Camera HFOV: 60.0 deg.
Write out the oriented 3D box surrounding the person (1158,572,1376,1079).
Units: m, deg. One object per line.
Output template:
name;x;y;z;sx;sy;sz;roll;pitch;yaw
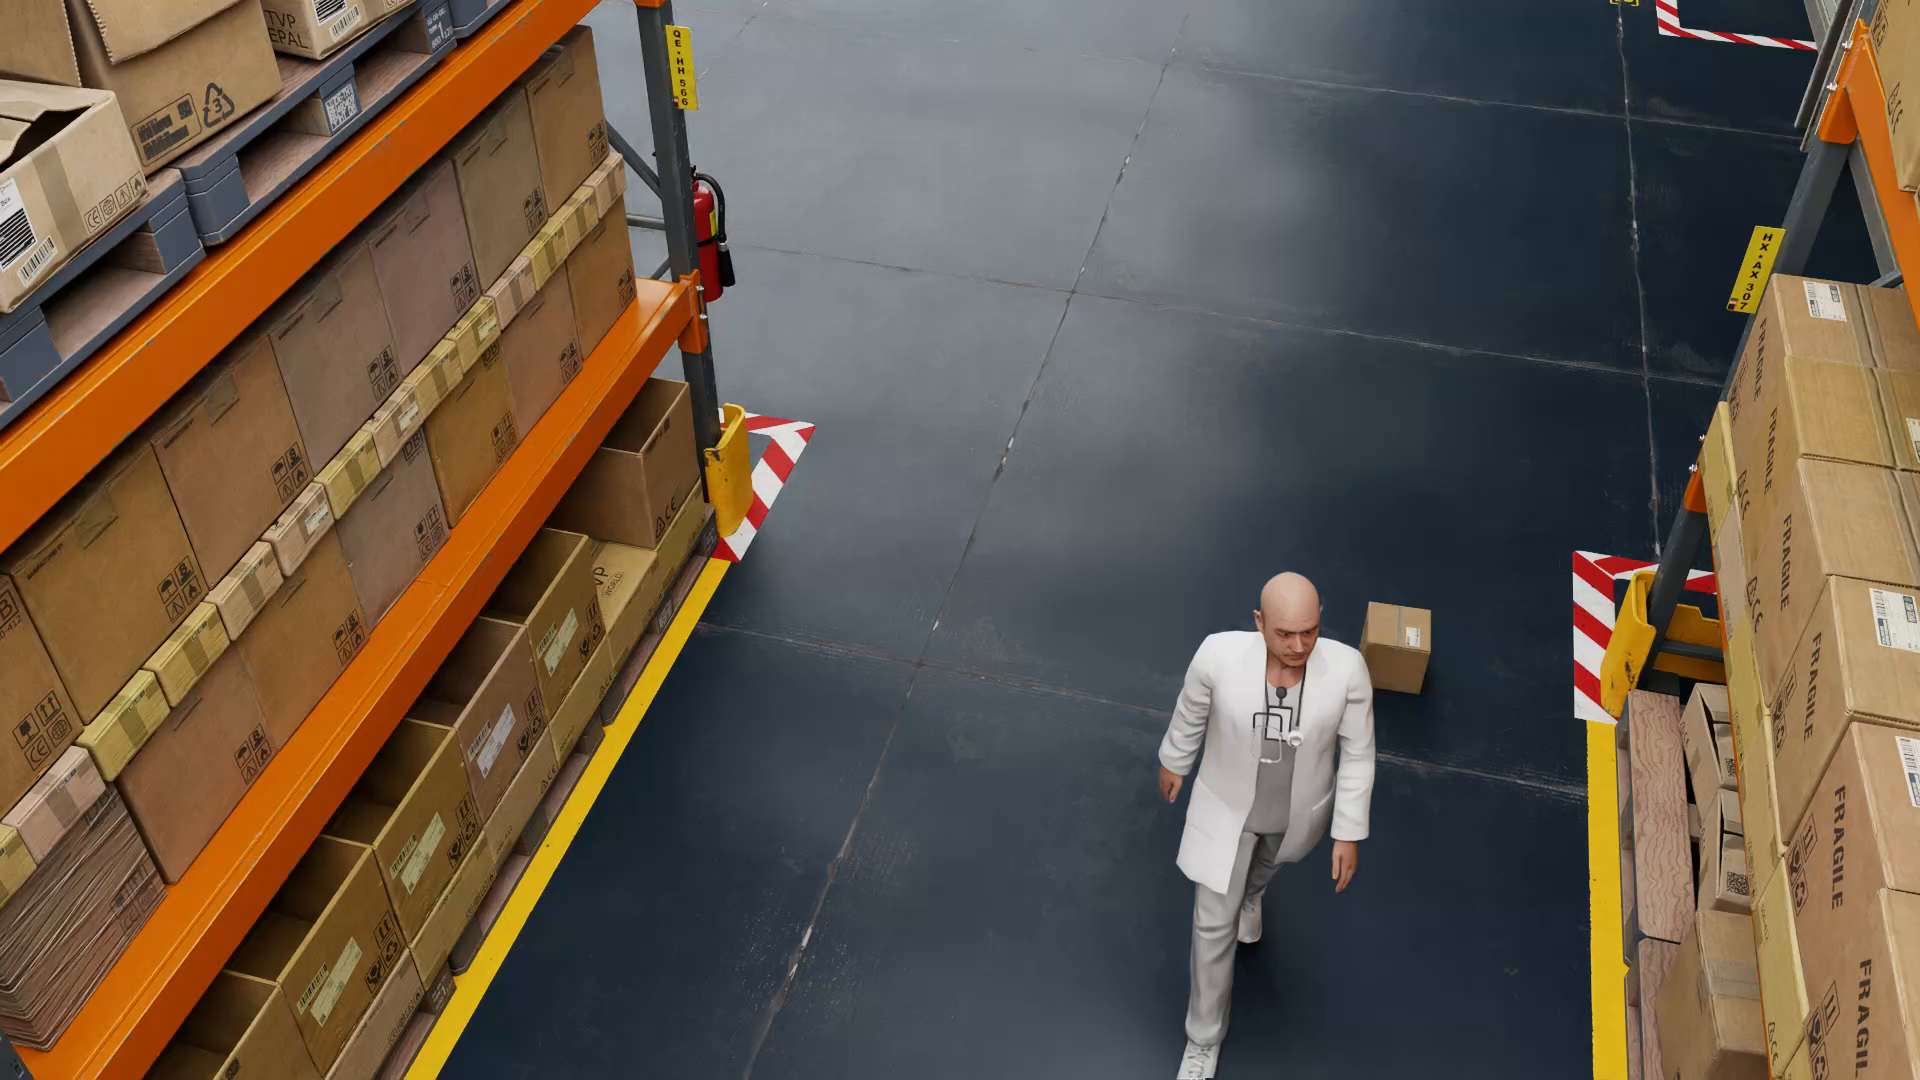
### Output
person;0.940;0.859;5.140;0.619;1.742;1.018;1;40;1
